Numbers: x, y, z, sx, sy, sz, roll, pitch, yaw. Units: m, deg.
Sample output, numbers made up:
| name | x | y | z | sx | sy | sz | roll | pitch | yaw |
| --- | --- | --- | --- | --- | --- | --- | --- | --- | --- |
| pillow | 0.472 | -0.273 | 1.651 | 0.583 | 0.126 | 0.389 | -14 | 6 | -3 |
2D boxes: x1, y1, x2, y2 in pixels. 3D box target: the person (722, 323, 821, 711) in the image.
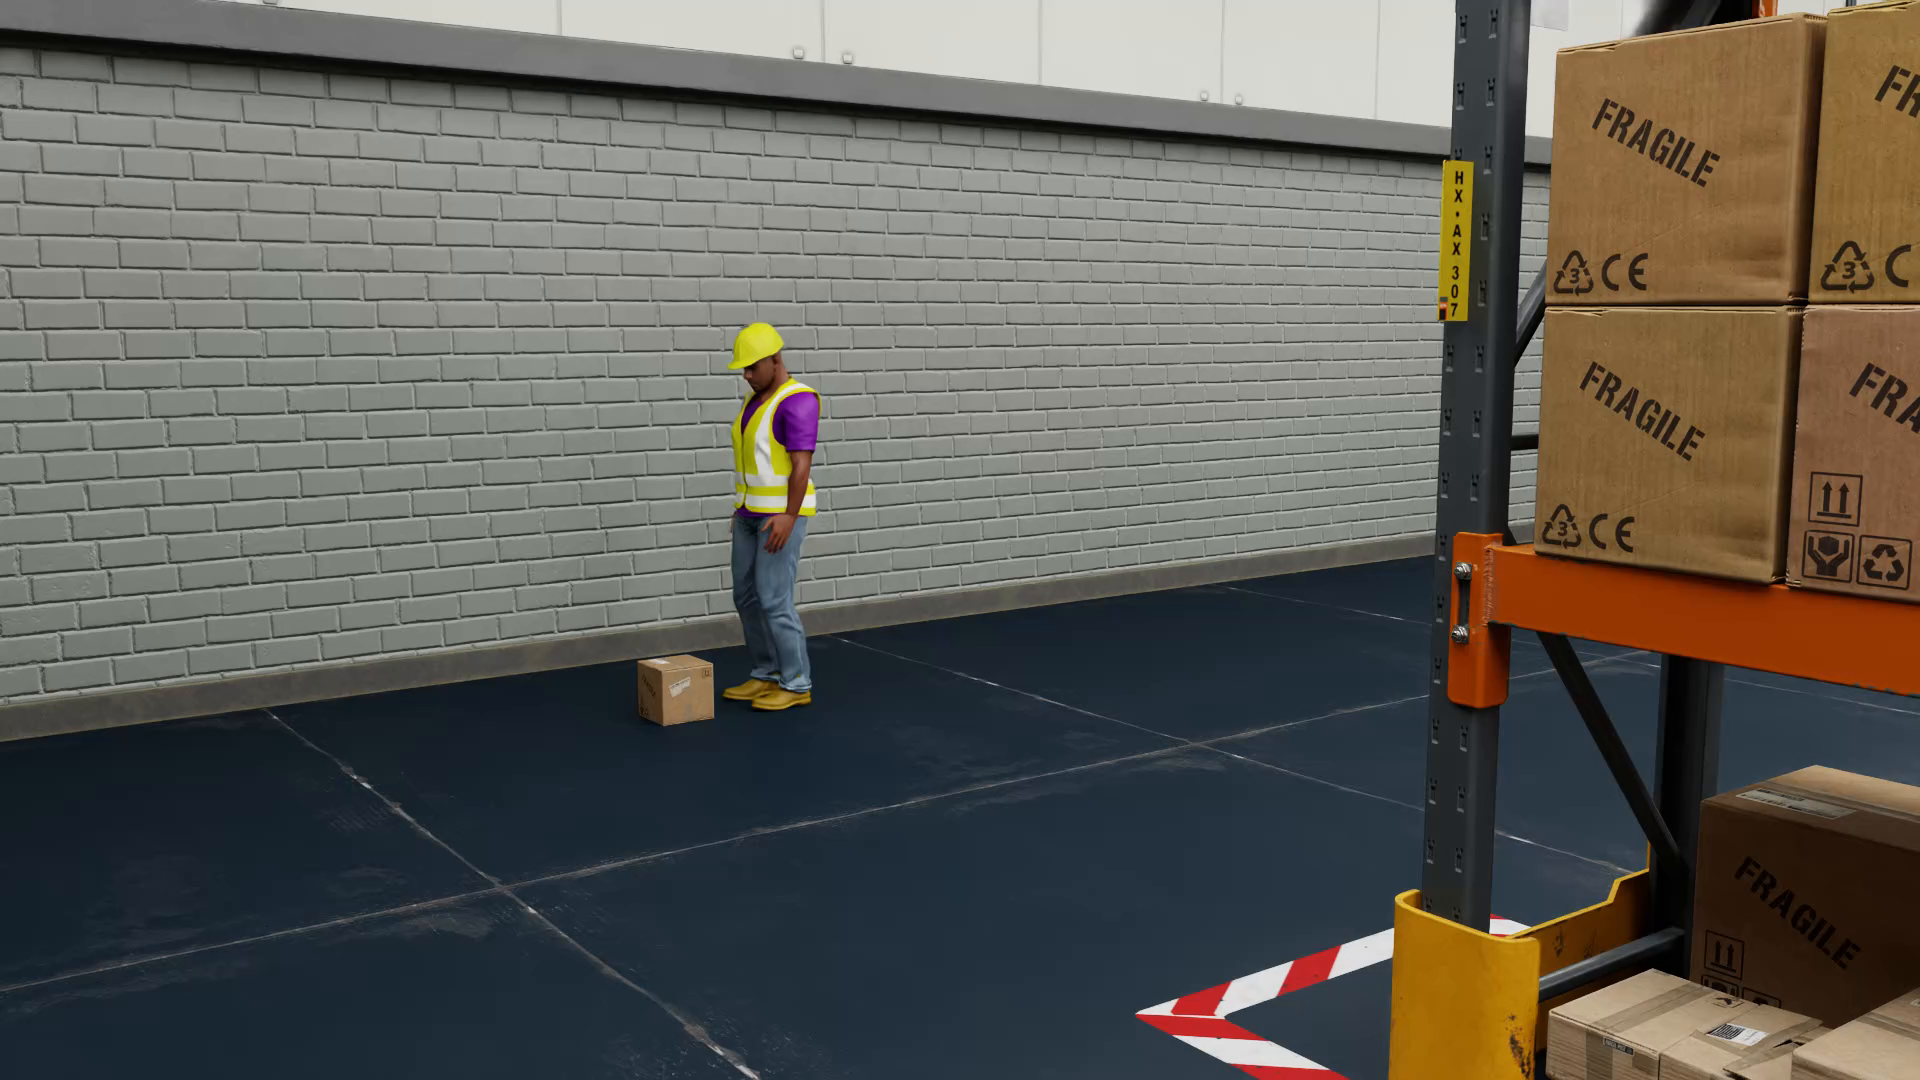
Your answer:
| name | x | y | z | sx | sy | sz | roll | pitch | yaw |
| --- | --- | --- | --- | --- | --- | --- | --- | --- | --- |
| person | -0.869 | -0.109 | 7.586 | 0.387 | 1.749 | 0.575 | -5 | 9 | -35 |
